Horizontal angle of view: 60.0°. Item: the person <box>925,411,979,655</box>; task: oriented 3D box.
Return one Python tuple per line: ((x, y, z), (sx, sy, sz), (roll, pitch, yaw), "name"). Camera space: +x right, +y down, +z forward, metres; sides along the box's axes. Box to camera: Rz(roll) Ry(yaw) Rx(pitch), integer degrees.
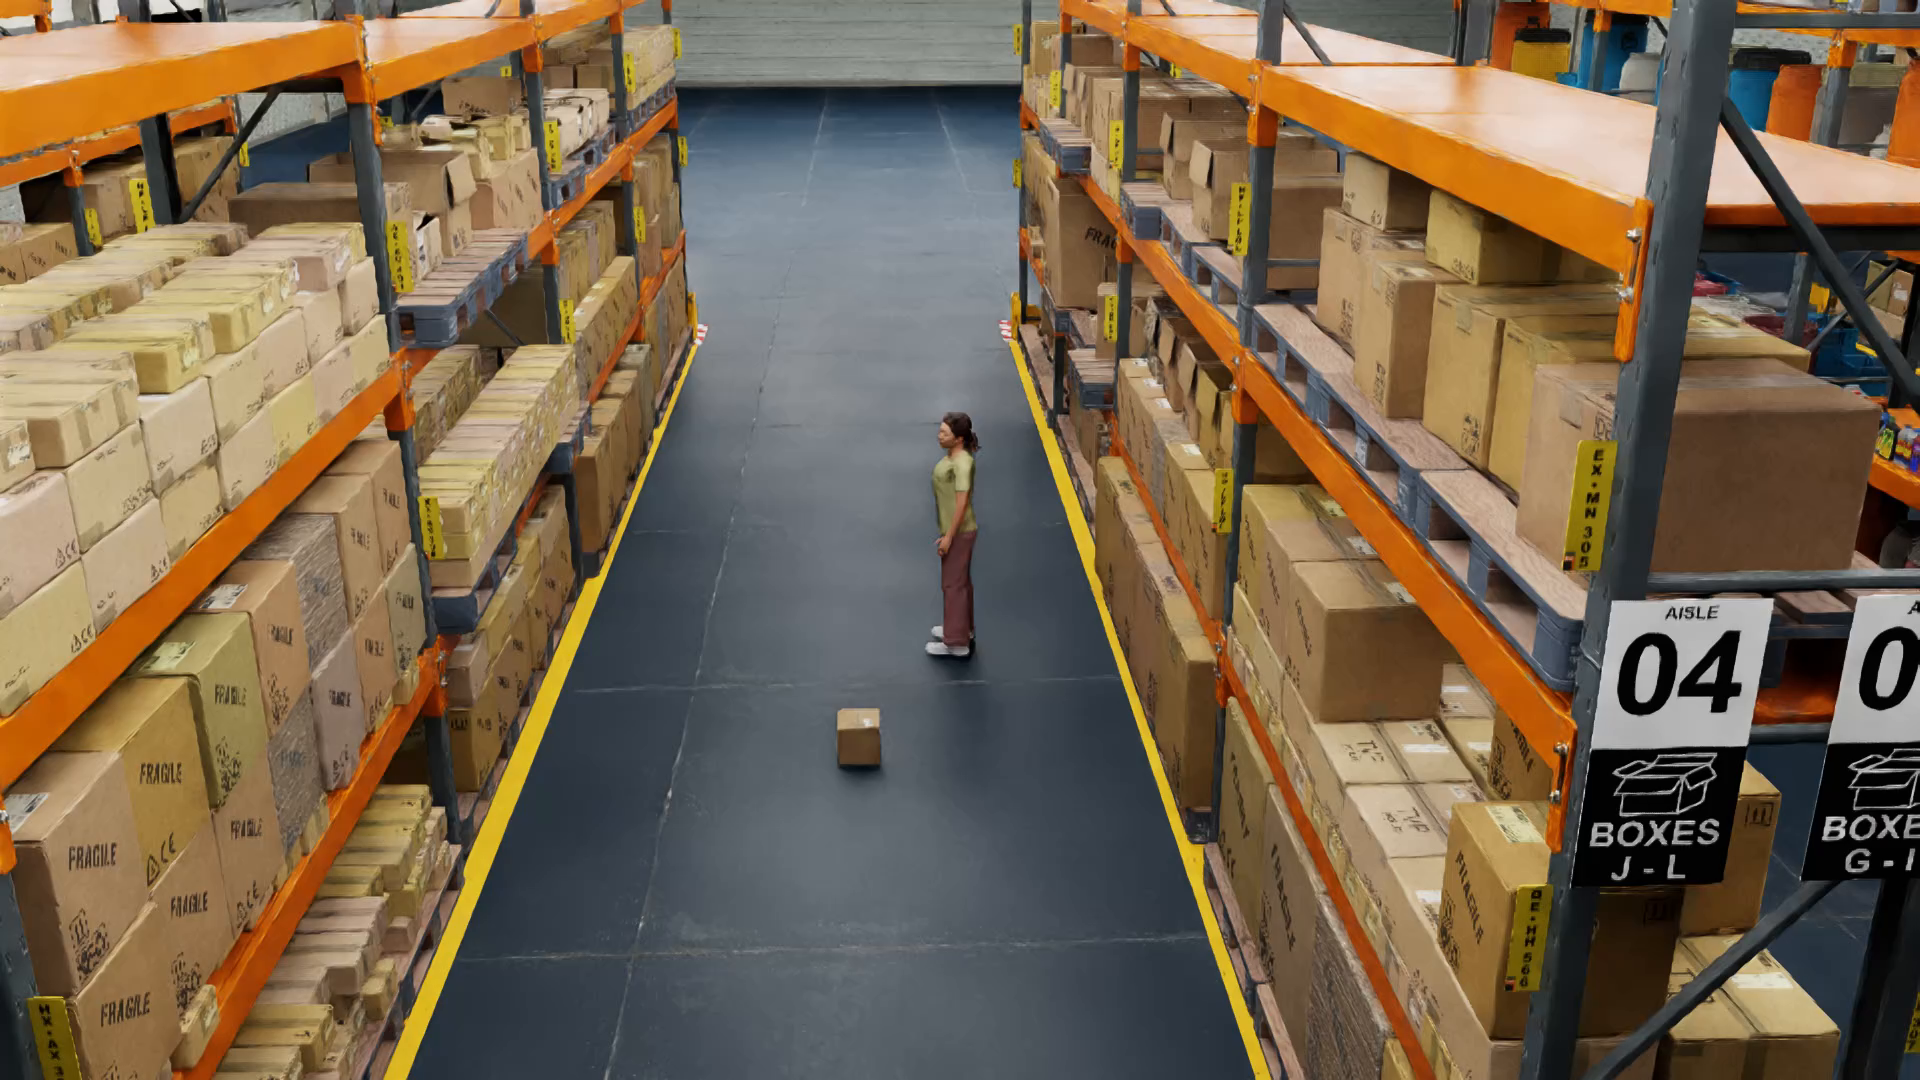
((-0.059, -0.048, 11.162), (0.367, 1.669, 0.481), (-2, 21, -4), "person")
